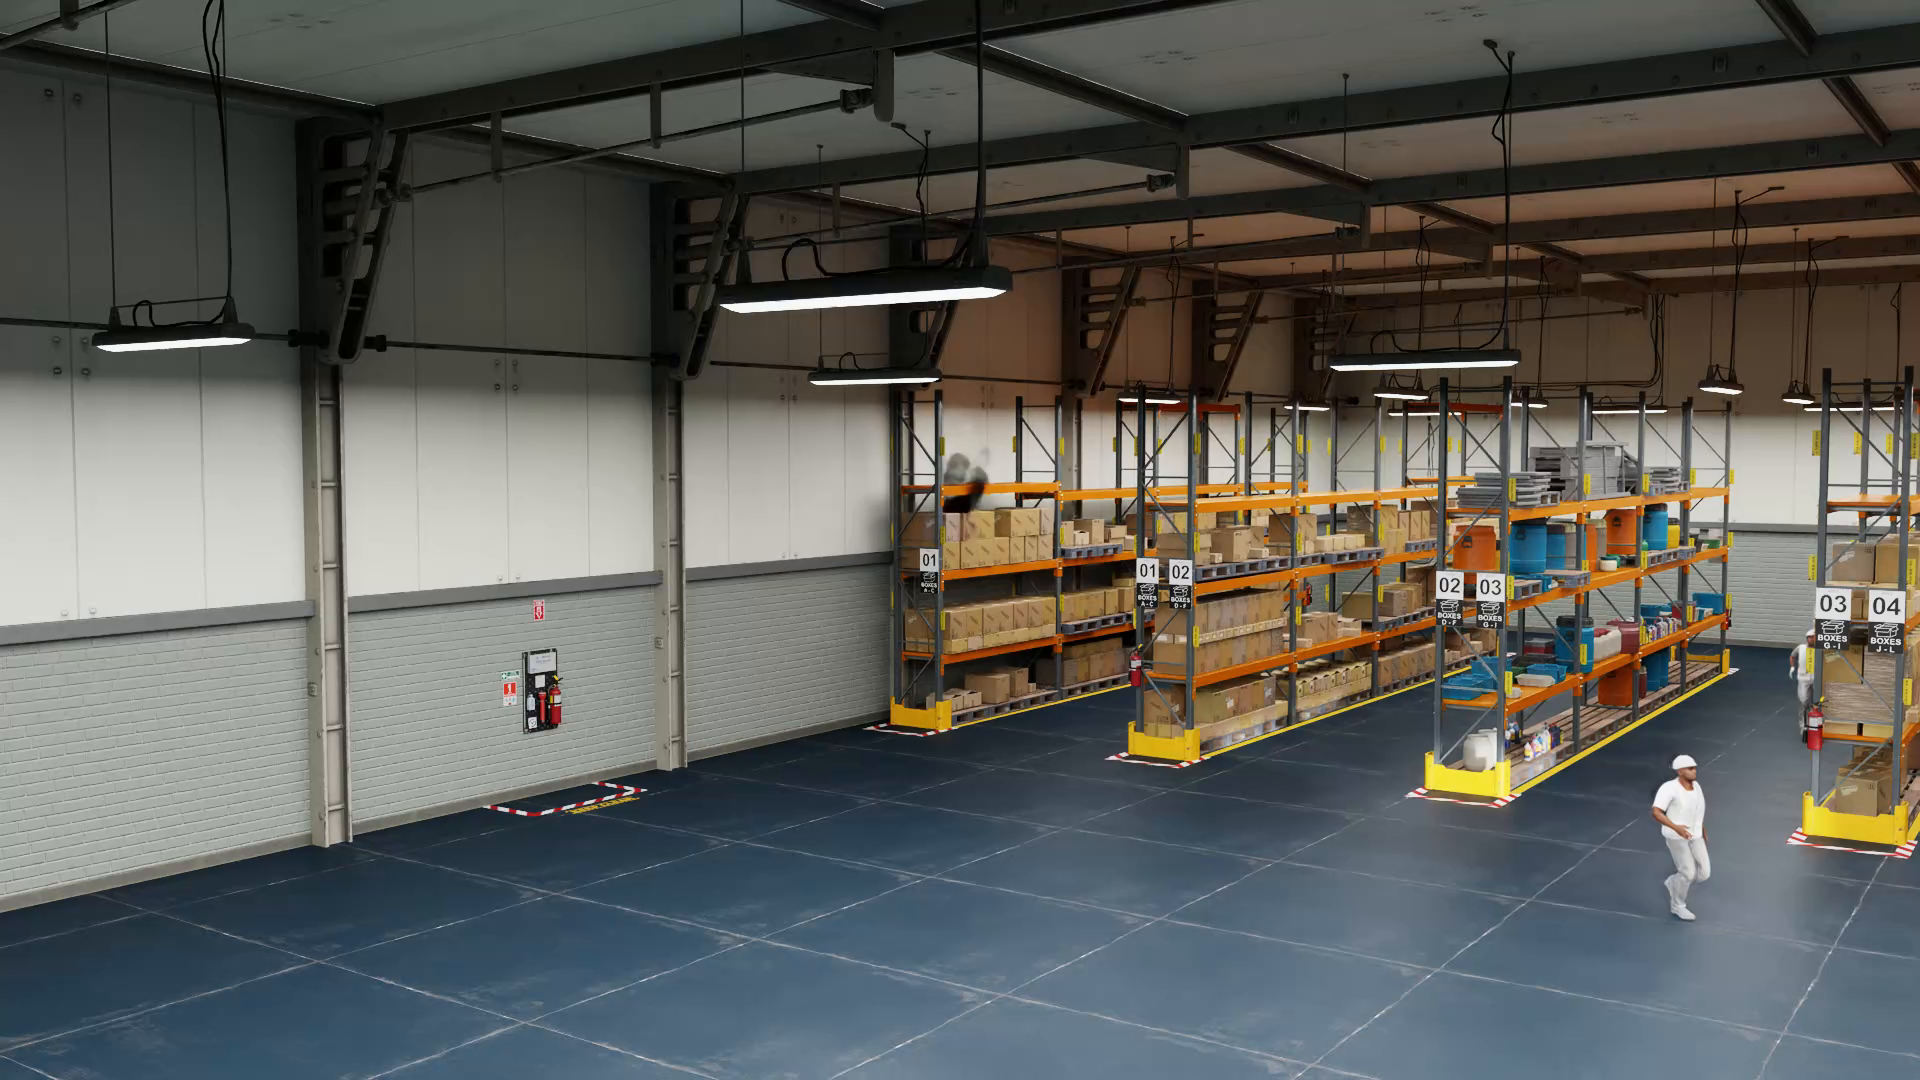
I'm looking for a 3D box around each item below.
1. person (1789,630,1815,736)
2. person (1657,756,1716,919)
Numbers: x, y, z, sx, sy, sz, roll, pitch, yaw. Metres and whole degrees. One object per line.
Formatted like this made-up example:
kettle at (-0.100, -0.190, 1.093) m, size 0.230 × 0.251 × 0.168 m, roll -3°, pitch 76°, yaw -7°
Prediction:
person at (14.771, 2.455, 28.873) m, size 0.682 × 1.773 × 0.995 m, roll 2°, pitch 4°, yaw 26°
person at (7.701, 3.142, 17.594) m, size 0.704 × 1.727 × 0.569 m, roll -1°, pitch 4°, yaw -24°
